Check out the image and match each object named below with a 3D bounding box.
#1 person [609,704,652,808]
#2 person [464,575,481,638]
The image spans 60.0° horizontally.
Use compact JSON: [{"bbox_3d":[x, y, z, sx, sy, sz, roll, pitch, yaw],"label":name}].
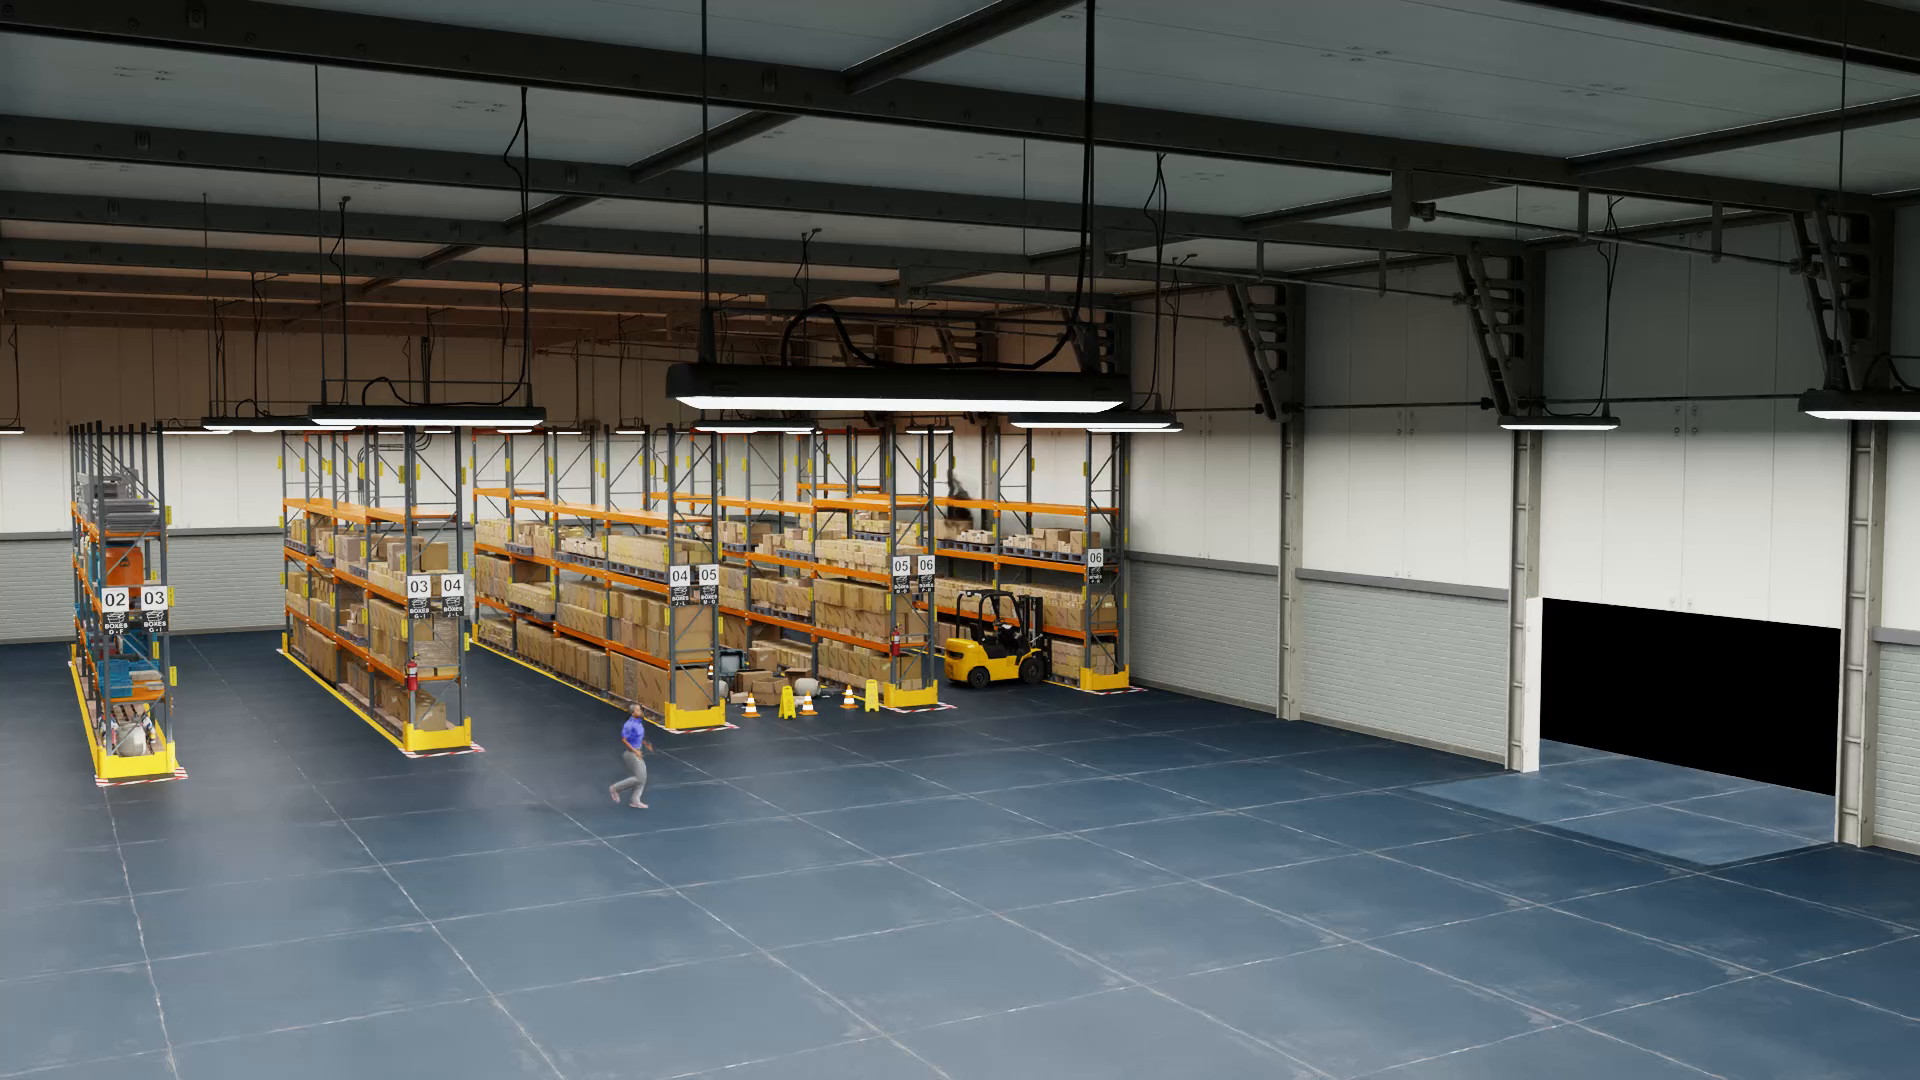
[{"bbox_3d":[-5.055,3.336,25.711,0.551,1.631,0.576,0,4,3],"label":"person"},{"bbox_3d":[-13.934,1.873,47.872,0.648,1.857,0.764,3,5,42],"label":"person"}]
